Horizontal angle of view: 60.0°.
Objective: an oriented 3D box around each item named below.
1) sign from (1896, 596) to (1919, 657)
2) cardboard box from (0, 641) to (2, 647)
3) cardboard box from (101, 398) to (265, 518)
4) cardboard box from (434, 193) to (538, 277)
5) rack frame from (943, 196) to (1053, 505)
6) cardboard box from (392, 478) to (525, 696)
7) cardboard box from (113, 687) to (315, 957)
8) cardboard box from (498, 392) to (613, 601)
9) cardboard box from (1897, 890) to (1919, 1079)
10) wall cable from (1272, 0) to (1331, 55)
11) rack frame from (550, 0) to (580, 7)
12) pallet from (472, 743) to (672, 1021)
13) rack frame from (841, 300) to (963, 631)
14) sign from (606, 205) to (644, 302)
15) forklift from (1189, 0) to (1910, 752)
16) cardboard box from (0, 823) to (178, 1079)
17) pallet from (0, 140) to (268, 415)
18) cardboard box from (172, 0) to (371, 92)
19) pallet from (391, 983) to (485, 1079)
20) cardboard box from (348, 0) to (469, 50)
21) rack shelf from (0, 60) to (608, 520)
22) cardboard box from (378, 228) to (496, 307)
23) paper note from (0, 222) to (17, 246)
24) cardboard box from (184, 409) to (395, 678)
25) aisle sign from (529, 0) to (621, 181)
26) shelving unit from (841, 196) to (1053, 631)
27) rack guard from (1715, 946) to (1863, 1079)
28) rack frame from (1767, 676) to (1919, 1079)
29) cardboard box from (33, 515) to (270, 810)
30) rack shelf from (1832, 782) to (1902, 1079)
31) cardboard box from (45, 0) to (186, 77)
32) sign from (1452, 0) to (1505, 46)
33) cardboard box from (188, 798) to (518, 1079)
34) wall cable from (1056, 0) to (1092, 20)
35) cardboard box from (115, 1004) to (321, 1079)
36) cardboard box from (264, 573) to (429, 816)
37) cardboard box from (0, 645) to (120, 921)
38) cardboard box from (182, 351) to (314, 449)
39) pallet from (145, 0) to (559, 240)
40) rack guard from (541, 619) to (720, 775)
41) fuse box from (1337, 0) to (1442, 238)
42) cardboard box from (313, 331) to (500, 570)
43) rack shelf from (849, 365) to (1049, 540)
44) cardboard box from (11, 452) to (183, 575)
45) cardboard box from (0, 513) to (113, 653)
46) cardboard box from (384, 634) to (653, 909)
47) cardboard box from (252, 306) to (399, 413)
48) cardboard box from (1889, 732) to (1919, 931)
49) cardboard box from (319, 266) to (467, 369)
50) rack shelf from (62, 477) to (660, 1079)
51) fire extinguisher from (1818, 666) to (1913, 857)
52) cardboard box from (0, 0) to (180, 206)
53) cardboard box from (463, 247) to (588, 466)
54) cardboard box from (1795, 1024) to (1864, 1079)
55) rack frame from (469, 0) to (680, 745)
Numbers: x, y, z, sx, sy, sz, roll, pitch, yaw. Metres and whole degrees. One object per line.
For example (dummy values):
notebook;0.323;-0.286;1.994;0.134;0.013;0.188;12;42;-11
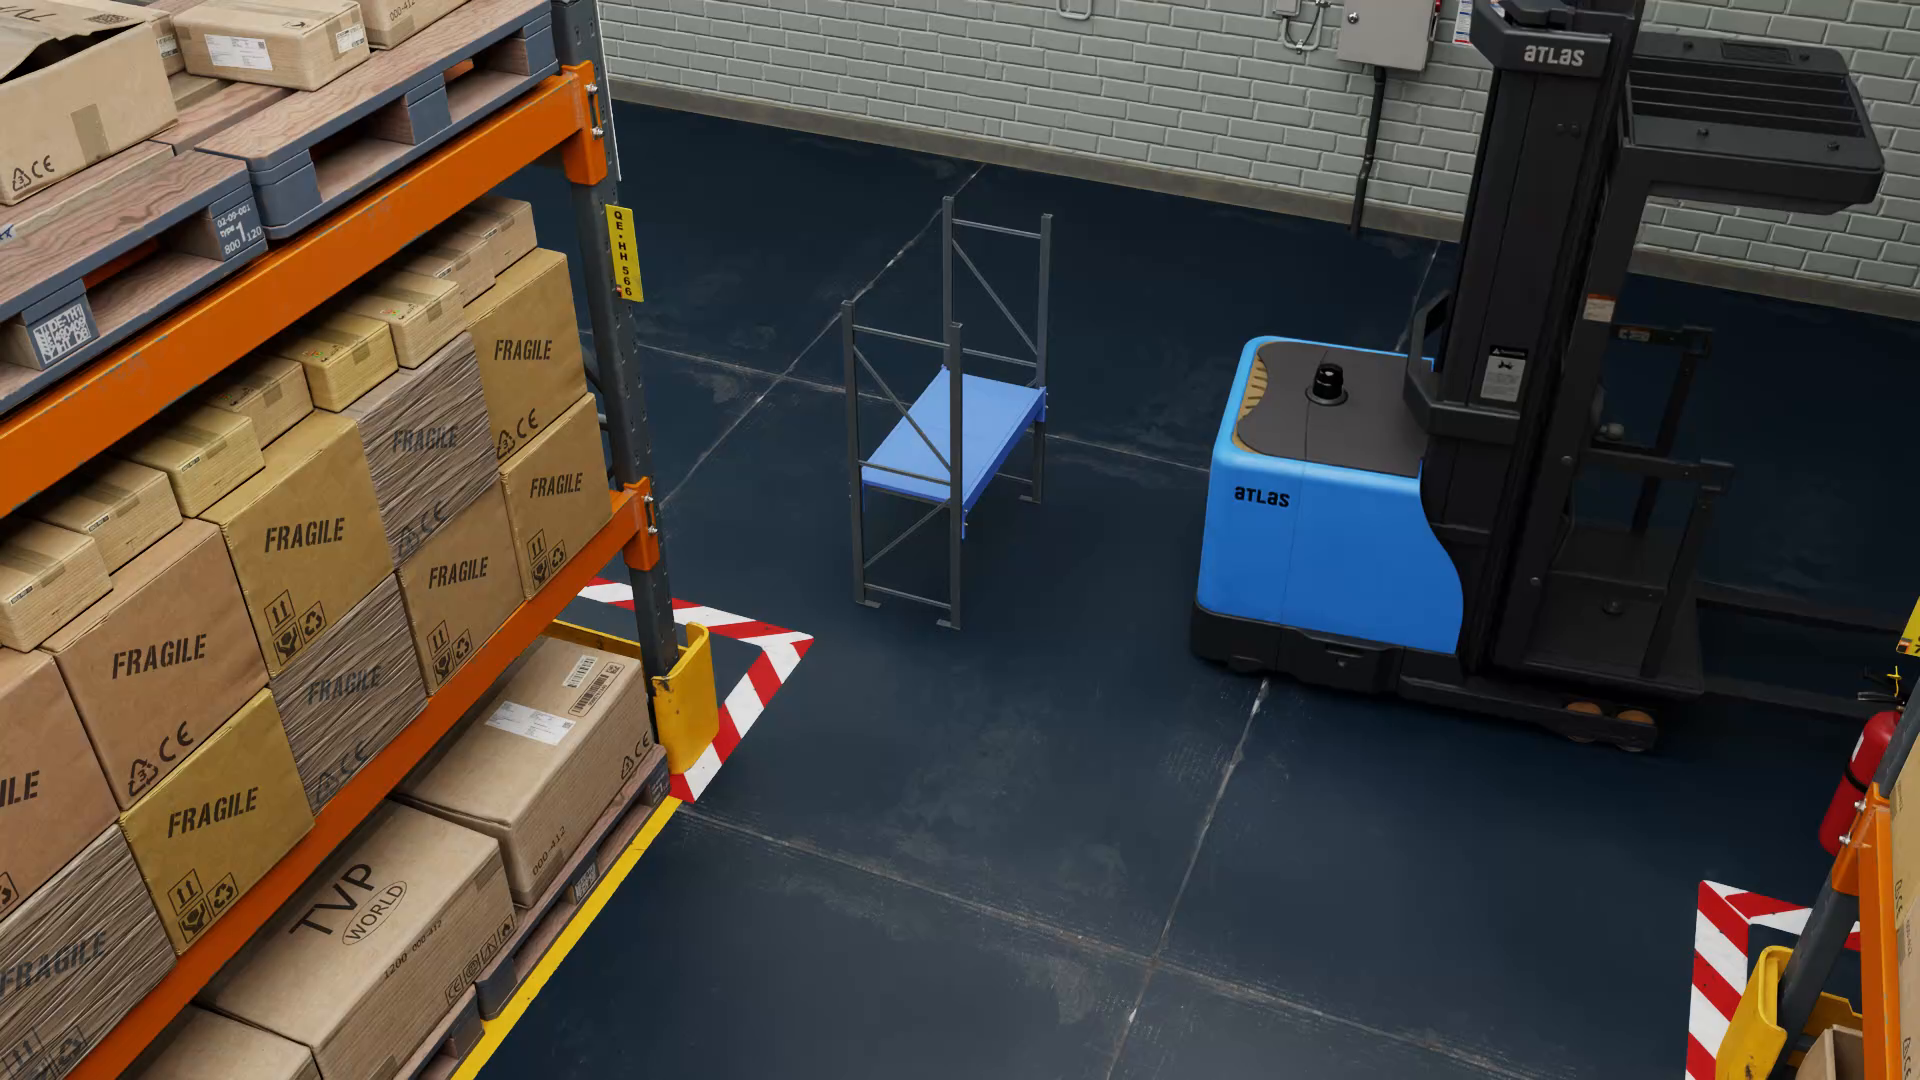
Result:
sign;2.522;0.175;4.288;0.100;0.325;0.005;14;39;18
cardboard box;-2.290;0.196;3.521;0.380;0.149;0.250;14;39;18
cardboard box;-1.954;-0.221;4.079;0.380;0.149;0.250;15;39;19
cardboard box;-1.519;-0.940;5.041;0.380;0.149;0.250;14;39;18
rack frame;0.161;-0.835;7.614;0.500;1.500;0.032;14;39;18
cardboard box;-1.711;0.078;5.057;0.500;0.500;0.500;13;39;17
cardboard box;-2.082;0.654;4.286;0.500;0.500;0.500;15;39;19
cardboard box;-1.506;-0.196;5.424;0.500;0.500;0.500;14;39;18
cardboard box;2.411;1.055;3.710;0.500;0.250;0.500;14;39;18
wall cable;1.872;-3.701;9.348;0.588;1.984;0.122;14;39;18
rack frame;-1.567;-2.887;4.096;1.000;3.000;0.127;14;39;18
pallet;-1.799;1.094;6.110;1.003;0.211;1.213;14;39;18
rack frame;-0.226;-0.272;6.861;0.500;1.500;0.032;14;39;18
sign;-1.071;-0.911;5.298;0.100;0.325;0.005;14;39;18
forklift;2.545;-0.687;6.221;3.031;2.935;1.130;10;38;13
cardboard box;-2.278;0.939;3.905;0.500;0.500;0.500;14;39;18
pallet;-2.303;-0.559;3.561;1.003;0.211;1.213;14;39;18
cardboard box;-1.741;-1.273;4.218;0.380;0.149;0.250;11;38;14
pallet;-2.265;1.767;5.210;1.003;0.211;1.213;14;39;18
cardboard box;-1.655;-1.564;4.522;0.500;0.250;0.500;10;38;14
rack shelf;-2.328;-0.290;3.728;1.077;0.370;4.000;14;39;18
cardboard box;-1.593;-0.794;4.846;0.380;0.149;0.250;15;39;19
paper note;-1.828;-0.559;3.133;0.006;0.032;0.123;14;39;18
cardboard box;-1.894;-0.034;4.371;0.500;0.500;0.500;14;39;18
aisle sign;-1.253;-1.494;5.072;0.394;0.787;0.004;14;39;18
shelving unit;-0.032;-0.554;7.238;0.538;1.500;1.048;14;39;18
rack guard;2.995;1.688;5.074;1.175;0.500;0.348;14;39;18
rack frame;3.024;0.645;4.382;1.000;3.000;0.127;14;39;18
cardboard box;-2.087;0.244;3.999;0.500;0.500;0.500;14;39;17
rack shelf;2.263;2.040;3.116;1.077;0.370;4.000;14;39;18
cardboard box;-2.194;-1.243;4.177;0.380;0.149;0.250;15;39;19
sign;2.979;-3.016;9.359;0.329;0.494;0.001;14;39;18
cardboard box;-2.067;1.271;5.333;0.875;0.438;0.875;15;39;19
wall cable;0.556;-4.030;9.762;0.585;1.953;0.123;14;39;18
cardboard box;-2.411;1.770;4.666;0.875;0.438;0.875;13;39;16
cardboard box;-1.898;0.365;4.673;0.500;0.500;0.500;15;39;19
cardboard box;-2.281;0.523;3.627;0.500;0.500;0.500;15;39;19
cardboard box;-1.912;-0.373;4.283;0.380;0.149;0.250;13;39;17
pallet;-1.840;-1.237;4.468;1.003;0.211;1.213;14;39;18
rack guard;-1.558;0.504;6.658;1.175;0.500;0.348;14;39;18
fuse box;2.444;-2.536;9.713;0.539;1.711;0.414;14;39;18
cardboard box;-1.702;-0.307;4.737;0.500;0.500;0.500;14;39;18
rack shelf;-0.032;-0.409;7.345;0.538;0.185;1.000;14;39;18
cardboard box;-2.071;-0.080;3.891;0.380;0.149;0.250;15;39;19
cardboard box;-2.132;0.076;3.682;0.380;0.149;0.250;14;39;18
cardboard box;-1.726;0.763;6.014;0.875;0.438;0.875;13;39;16
cardboard box;-1.747;-0.502;4.455;0.380;0.149;0.250;15;39;19
cardboard box;2.602;0.776;4.084;0.500;0.250;0.500;14;39;18
cardboard box;-1.614;-0.632;4.629;0.380;0.149;0.250;13;39;17
rack shelf;-2.328;0.912;4.626;1.077;0.370;4.000;14;39;18
fire extinguisher;2.653;0.639;4.766;0.296;0.674;0.183;14;39;18
cardboard box;-2.183;-1.040;3.771;0.500;0.311;0.500;15;39;19
cardboard box;-1.531;-0.603;5.133;0.500;0.500;0.500;15;39;19
cardboard box;2.704;1.794;4.579;0.797;0.503;0.637;12;39;16
rack frame;-1.567;-0.484;5.892;1.000;3.000;0.127;14;39;18
